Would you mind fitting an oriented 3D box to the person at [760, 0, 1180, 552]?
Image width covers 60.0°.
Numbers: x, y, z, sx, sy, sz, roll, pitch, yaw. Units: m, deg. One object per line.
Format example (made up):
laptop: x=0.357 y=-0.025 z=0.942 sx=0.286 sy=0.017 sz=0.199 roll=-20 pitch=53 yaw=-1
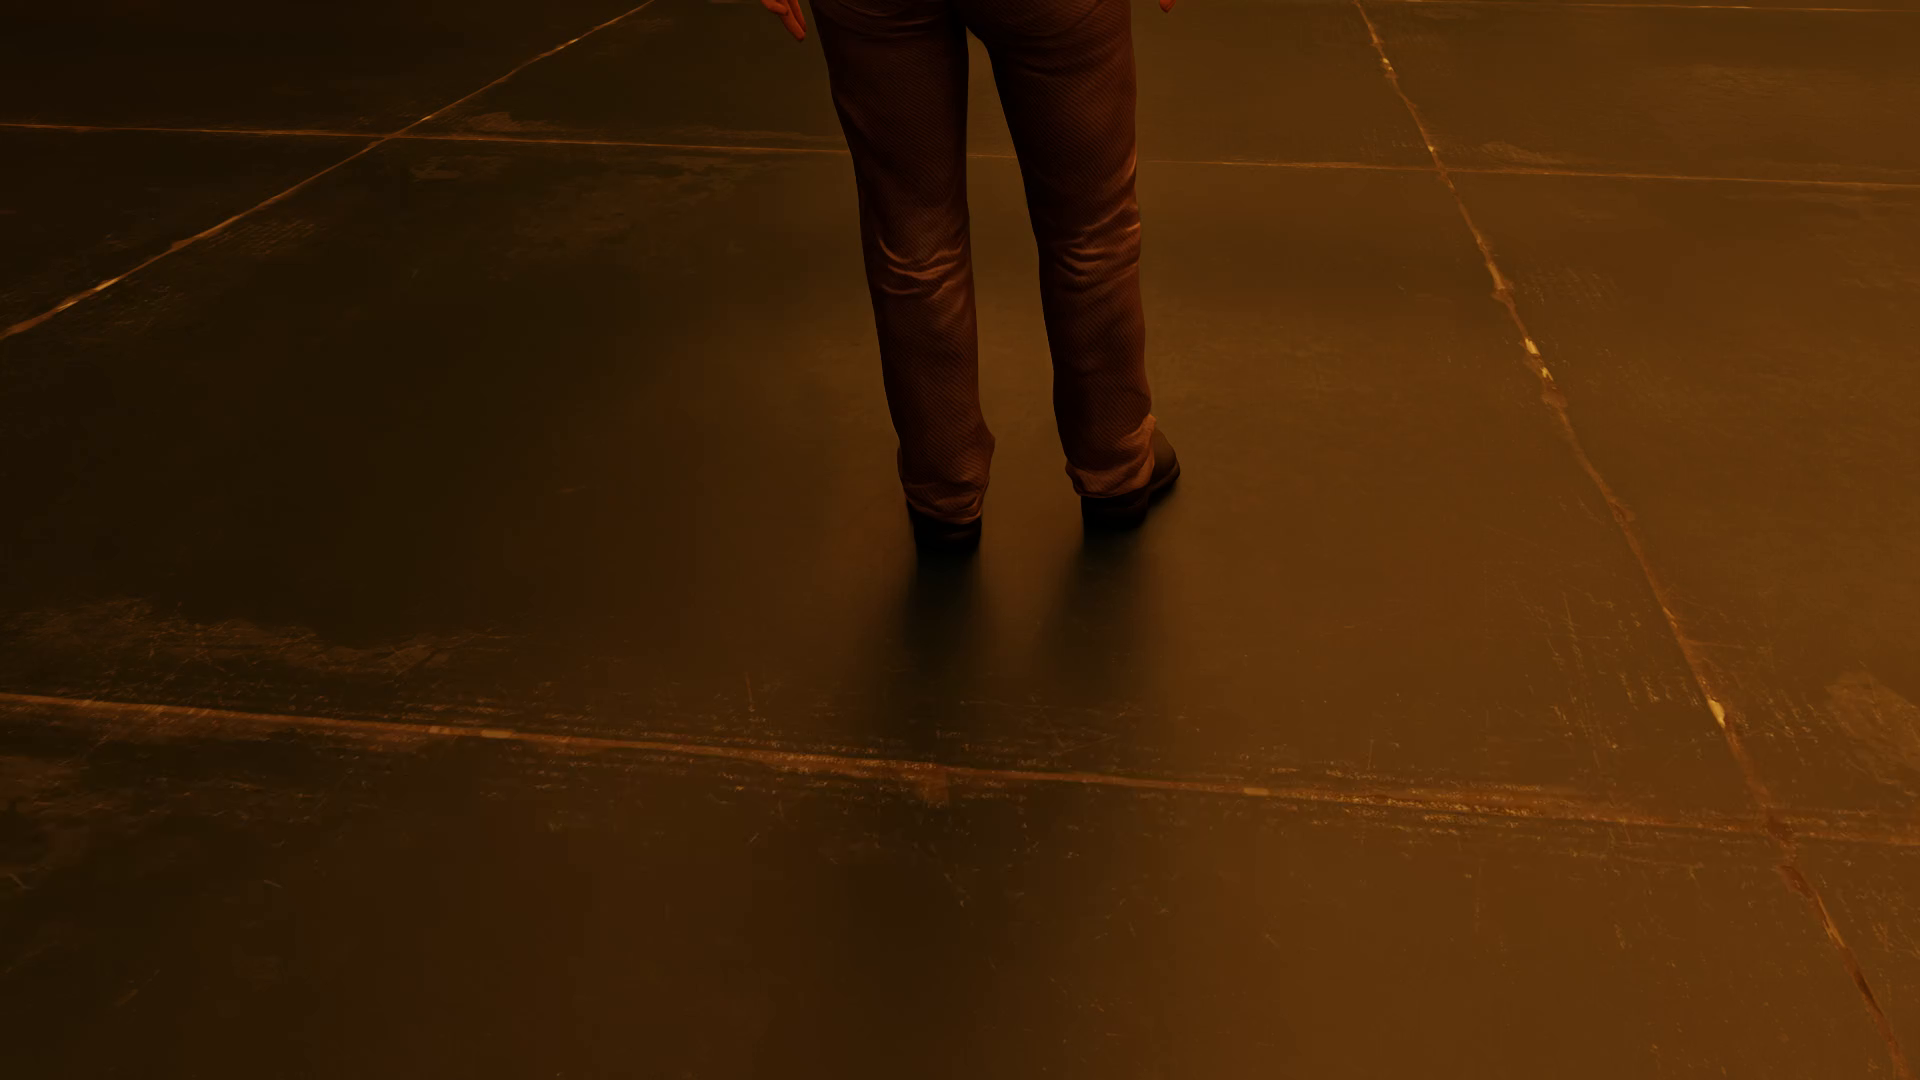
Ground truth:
person: x=0.017 y=-0.803 z=2.166 sx=0.632 sy=1.720 sz=0.568 roll=3 pitch=27 yaw=7
